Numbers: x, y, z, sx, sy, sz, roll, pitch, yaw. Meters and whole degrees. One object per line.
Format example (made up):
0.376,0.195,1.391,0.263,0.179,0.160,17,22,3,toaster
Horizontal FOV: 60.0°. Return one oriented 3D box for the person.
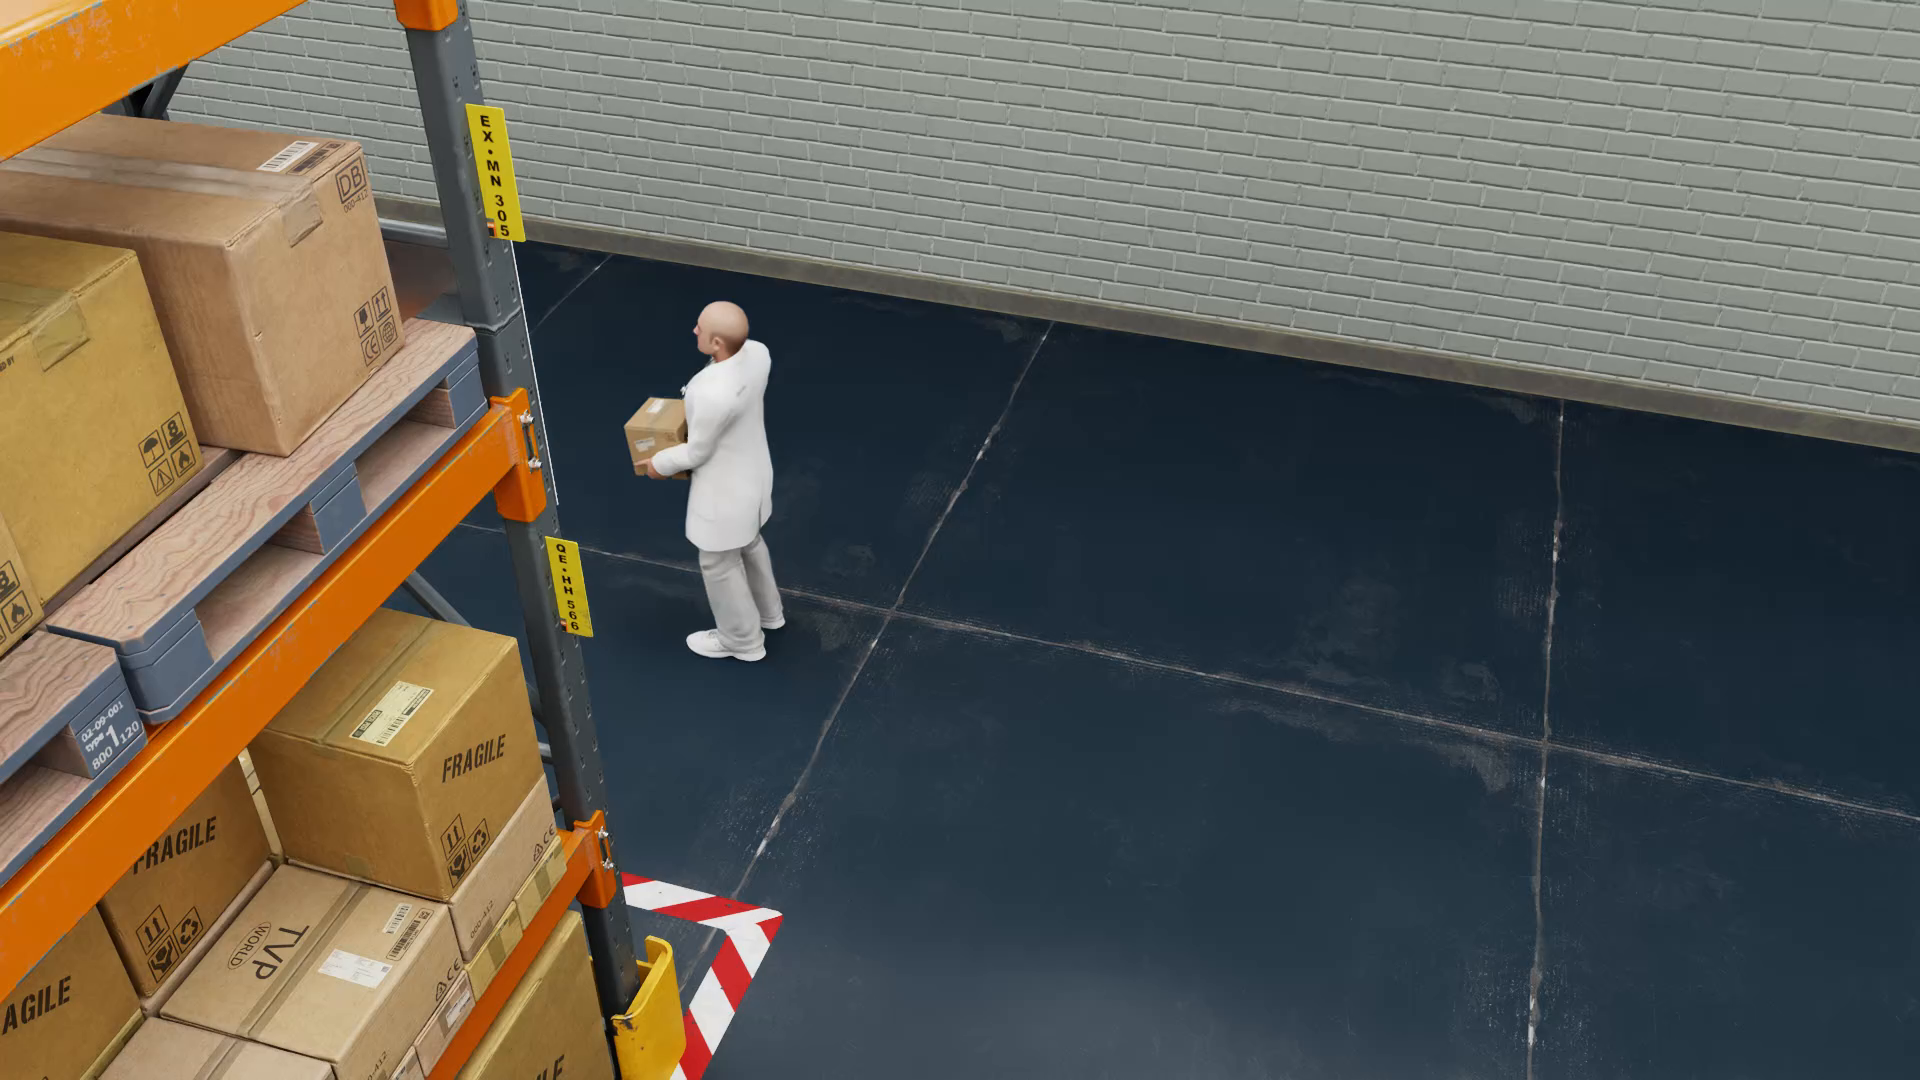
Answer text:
-1.101,-0.274,7.273,0.548,1.777,0.537,10,38,14,person
